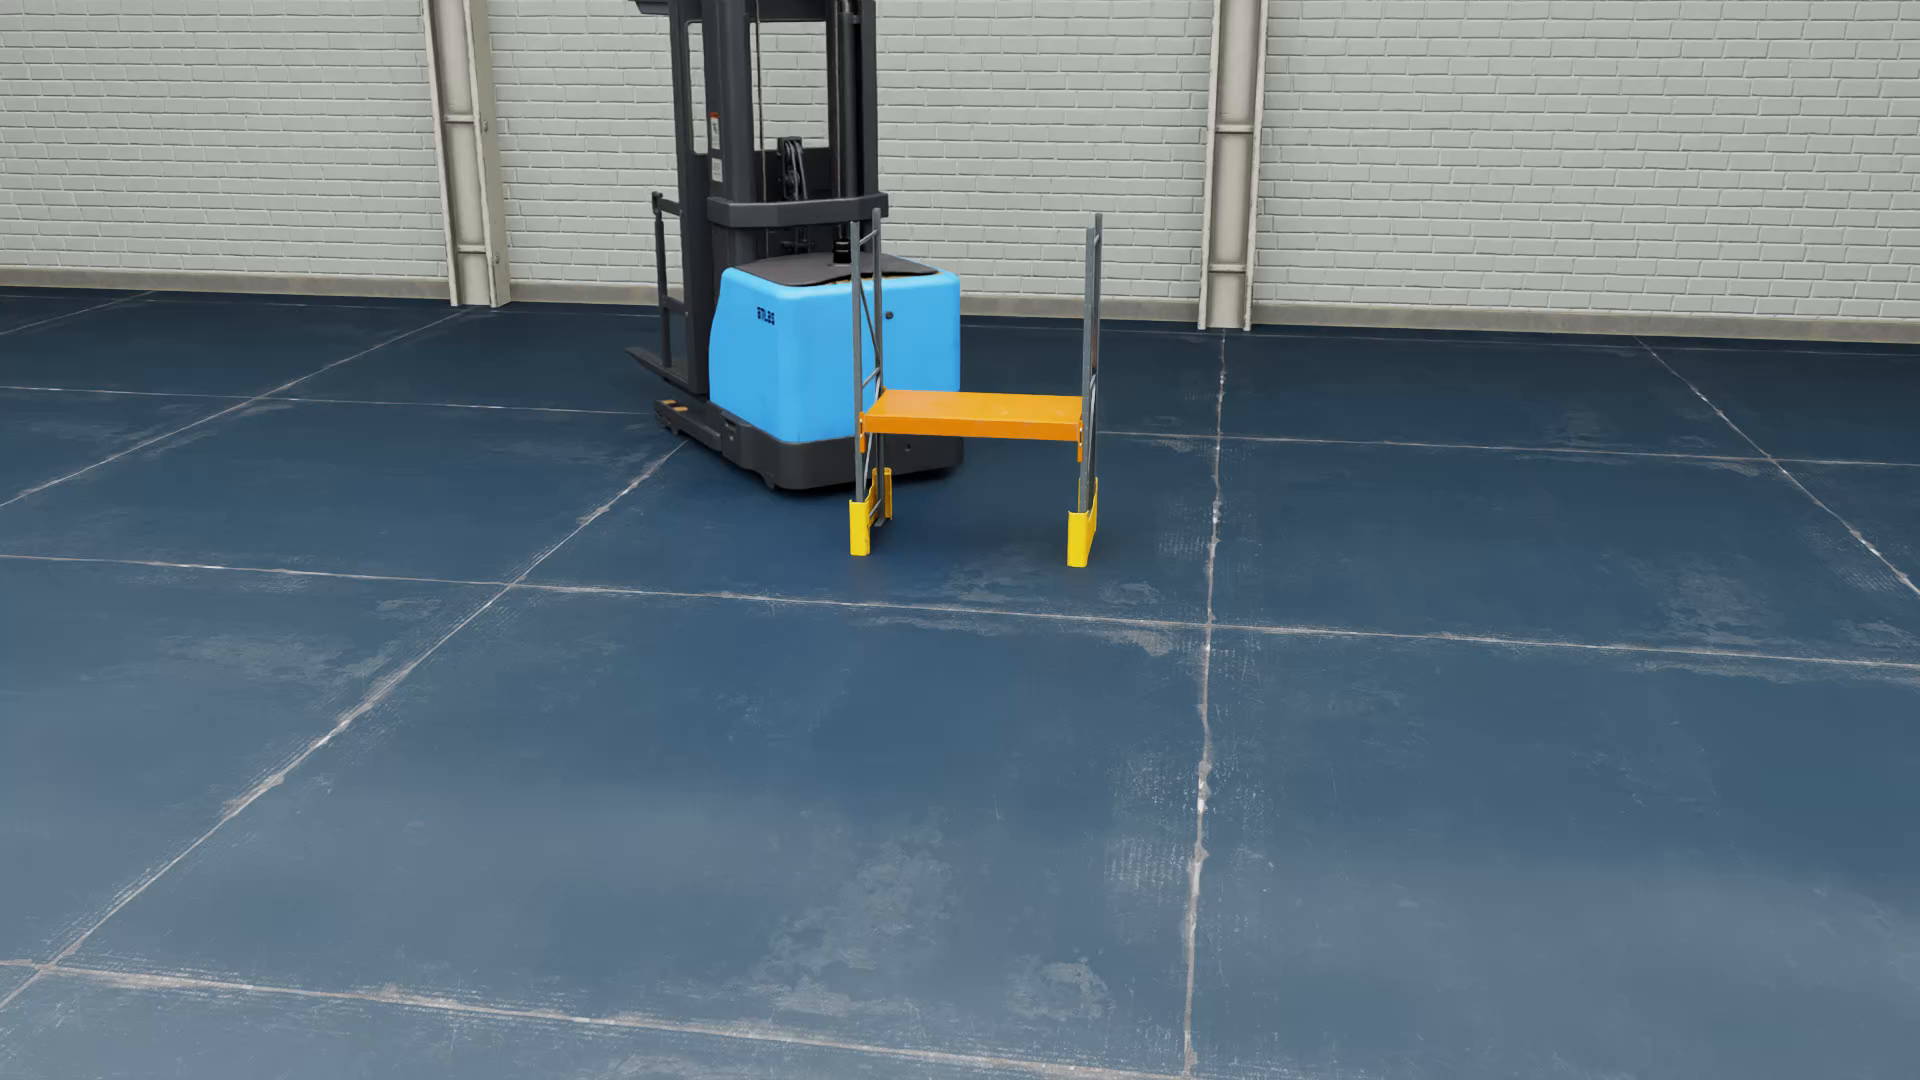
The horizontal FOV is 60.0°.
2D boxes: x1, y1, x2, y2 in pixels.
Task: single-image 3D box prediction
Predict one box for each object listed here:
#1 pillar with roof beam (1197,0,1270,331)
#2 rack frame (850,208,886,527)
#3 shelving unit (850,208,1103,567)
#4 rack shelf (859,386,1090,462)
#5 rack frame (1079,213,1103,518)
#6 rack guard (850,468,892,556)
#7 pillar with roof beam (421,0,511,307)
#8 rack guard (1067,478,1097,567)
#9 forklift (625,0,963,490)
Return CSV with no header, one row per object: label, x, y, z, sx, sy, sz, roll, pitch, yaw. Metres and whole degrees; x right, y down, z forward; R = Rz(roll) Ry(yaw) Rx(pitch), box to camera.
pillar with roof beam,1.334,-4.552,7.226,0.400,9.000,9.100,3,19,9
rack frame,-0.418,-0.733,7.629,0.032,1.500,0.500,3,19,9
shelving unit,0.075,-0.707,7.554,1.083,1.500,0.587,3,19,9
rack shelf,0.084,-0.536,7.609,1.000,0.185,0.538,3,19,9
rack frame,0.586,-0.681,7.476,0.032,1.500,0.500,3,19,9
rack guard,-0.416,-0.140,7.827,0.087,0.250,0.587,3,19,9
pillar with roof beam,-4.590,-4.854,8.129,0.400,9.000,9.100,3,19,9
rack guard,0.567,-0.090,7.677,0.087,0.250,0.587,3,19,9
forklift,-1.144,-2.061,9.345,1.130,2.935,3.031,-10,21,-28
